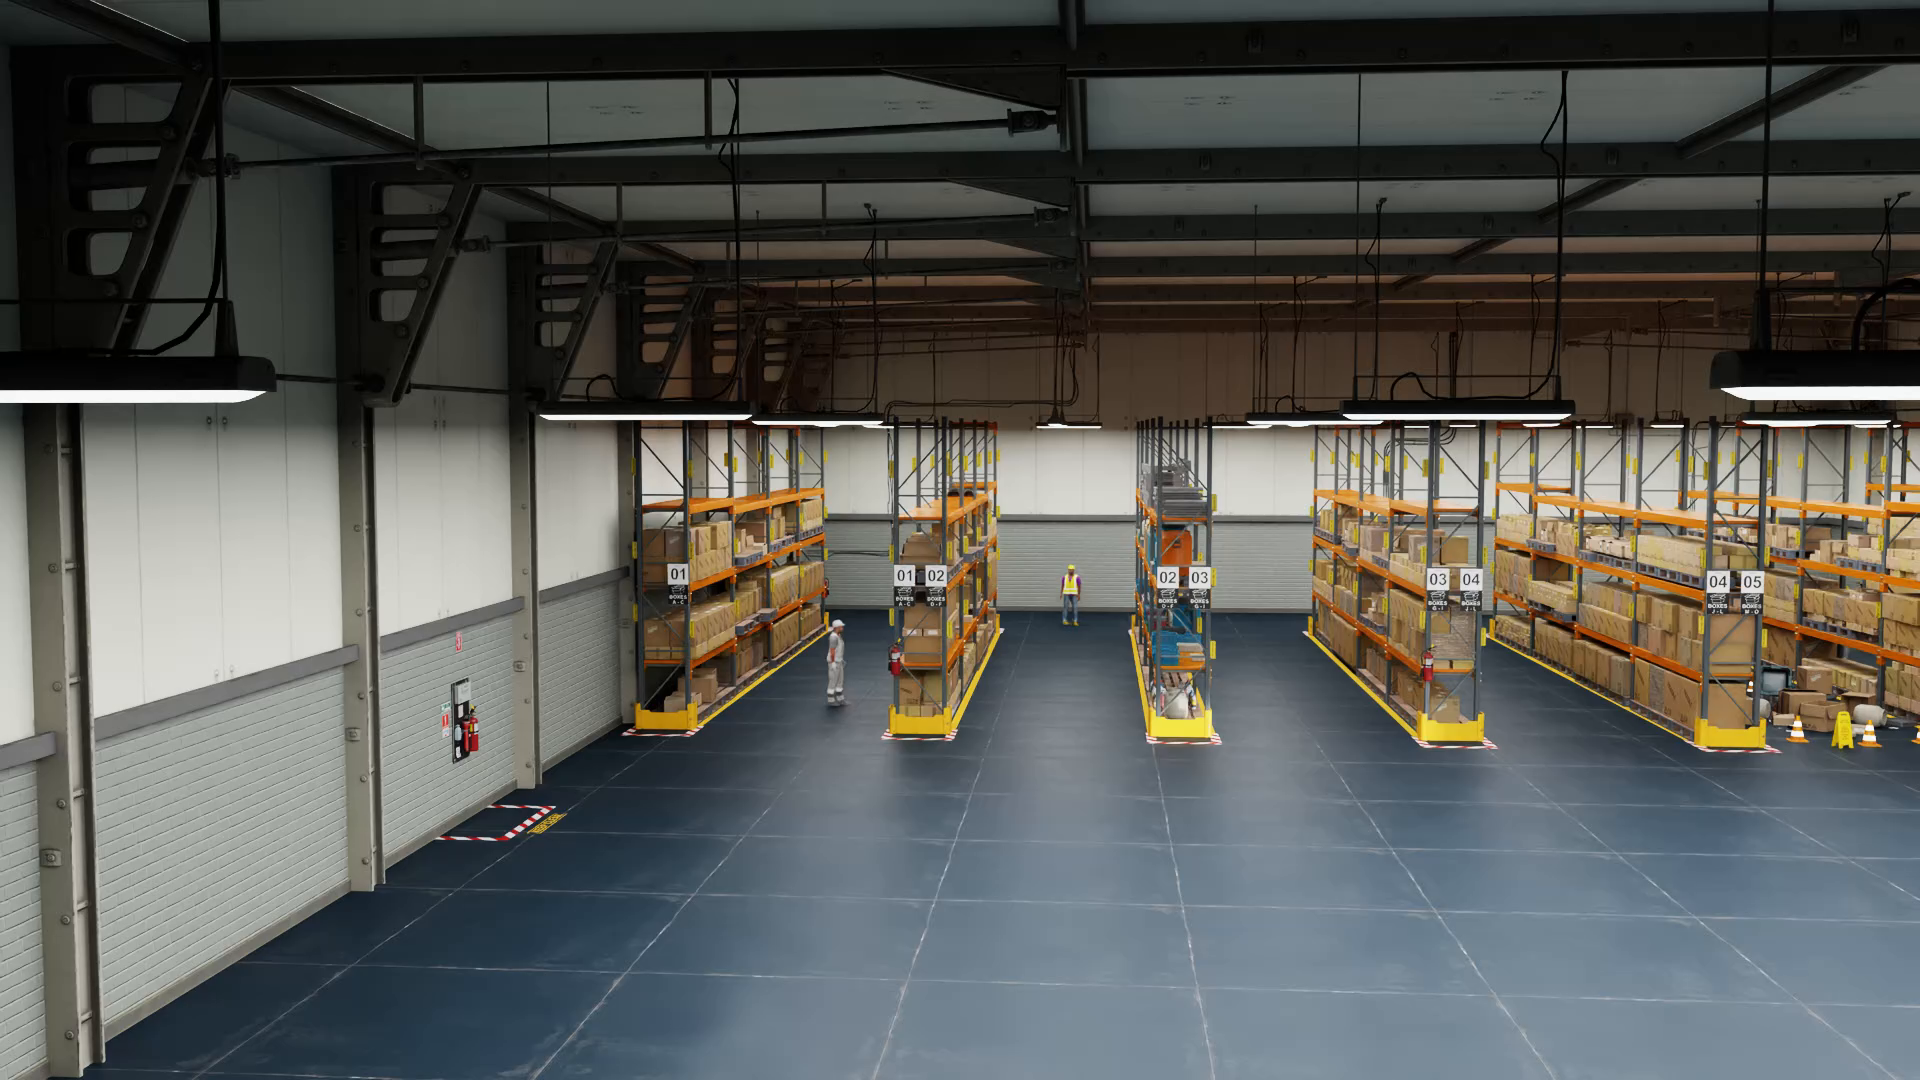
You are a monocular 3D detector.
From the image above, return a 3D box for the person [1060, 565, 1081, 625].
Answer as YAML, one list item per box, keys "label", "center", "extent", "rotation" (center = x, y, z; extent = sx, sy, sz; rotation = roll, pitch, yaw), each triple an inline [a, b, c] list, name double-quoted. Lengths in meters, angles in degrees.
- label: "person"
  center: [3.268, 1.627, 49.150]
  extent: [0.616, 1.777, 0.426]
  rotation: [0, 4, -5]

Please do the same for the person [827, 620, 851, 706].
- label: "person"
  center: [-2.548, 2.563, 34.670]
  extent: [0.454, 1.800, 0.580]
  rotation: [1, 4, 10]

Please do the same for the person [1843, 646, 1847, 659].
- label: "person"
  center: [21.864, 2.120, 41.413]
  extent: [0.491, 1.768, 0.581]
  rotation: [3, 5, 36]
